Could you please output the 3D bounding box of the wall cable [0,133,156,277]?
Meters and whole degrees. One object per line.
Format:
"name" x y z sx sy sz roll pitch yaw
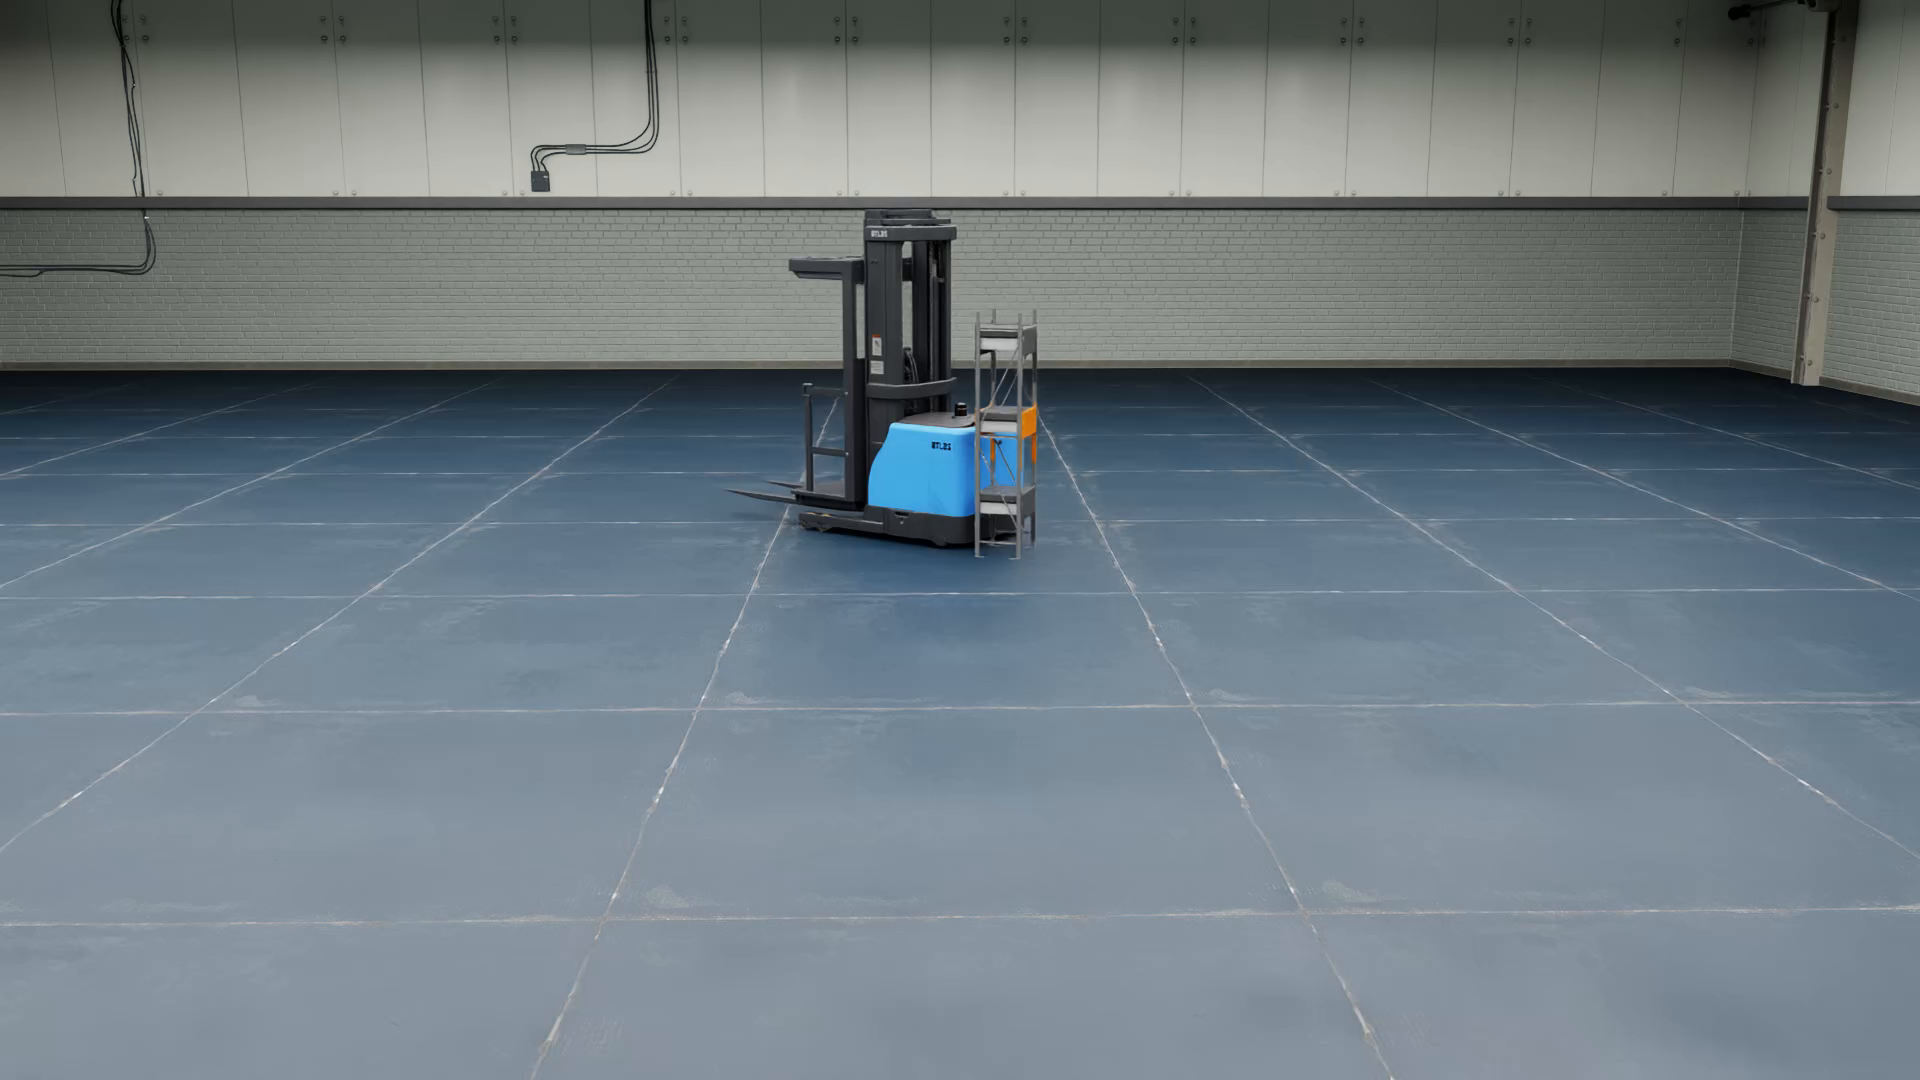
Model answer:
"wall cable" -16.003 -5.973 29.676 3.097 2.526 0.112 0 11 -1

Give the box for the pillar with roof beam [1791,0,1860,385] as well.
"pillar with roof beam" 9.925 -7.015 27.005 9.100 9.000 0.548 0 11 -1

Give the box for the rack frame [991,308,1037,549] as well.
"rack frame" 0.468 -0.959 14.506 0.400 2.100 0.015 3 12 17

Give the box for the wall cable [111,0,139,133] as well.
"wall cable" -13.298 -8.459 29.229 3.097 2.526 0.112 0 11 -1

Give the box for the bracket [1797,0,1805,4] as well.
"bracket" 13.866 -8.878 27.133 0.235 0.232 0.430 0 11 -1

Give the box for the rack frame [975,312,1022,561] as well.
"rack frame" 0.325 -0.867 14.049 0.400 2.100 0.015 3 12 17

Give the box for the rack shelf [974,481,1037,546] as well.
"rack shelf" 0.396 -0.213 14.420 0.431 0.518 0.480 3 12 17

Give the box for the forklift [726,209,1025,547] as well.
"forklift" -0.890 -1.586 15.505 3.031 2.935 1.130 8 14 36

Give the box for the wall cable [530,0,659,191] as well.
"wall cable" -6.511 -9.197 29.206 2.305 6.003 0.169 0 11 -1

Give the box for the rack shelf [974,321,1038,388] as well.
"rack shelf" 0.396 -1.586 14.141 0.431 0.518 0.480 3 12 17

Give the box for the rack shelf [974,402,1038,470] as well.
"rack shelf" 0.396 -0.900 14.281 0.431 0.518 0.480 3 12 17

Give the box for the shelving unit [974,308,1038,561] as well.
"shelving unit" 0.396 -0.913 14.278 0.431 2.100 0.503 3 12 17

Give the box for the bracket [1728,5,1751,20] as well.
"bracket" 13.817 -9.349 29.456 0.235 0.232 0.430 0 11 -1

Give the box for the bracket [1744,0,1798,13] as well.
"bracket" 13.829 -9.232 28.877 0.076 0.066 3.189 0 11 -1
